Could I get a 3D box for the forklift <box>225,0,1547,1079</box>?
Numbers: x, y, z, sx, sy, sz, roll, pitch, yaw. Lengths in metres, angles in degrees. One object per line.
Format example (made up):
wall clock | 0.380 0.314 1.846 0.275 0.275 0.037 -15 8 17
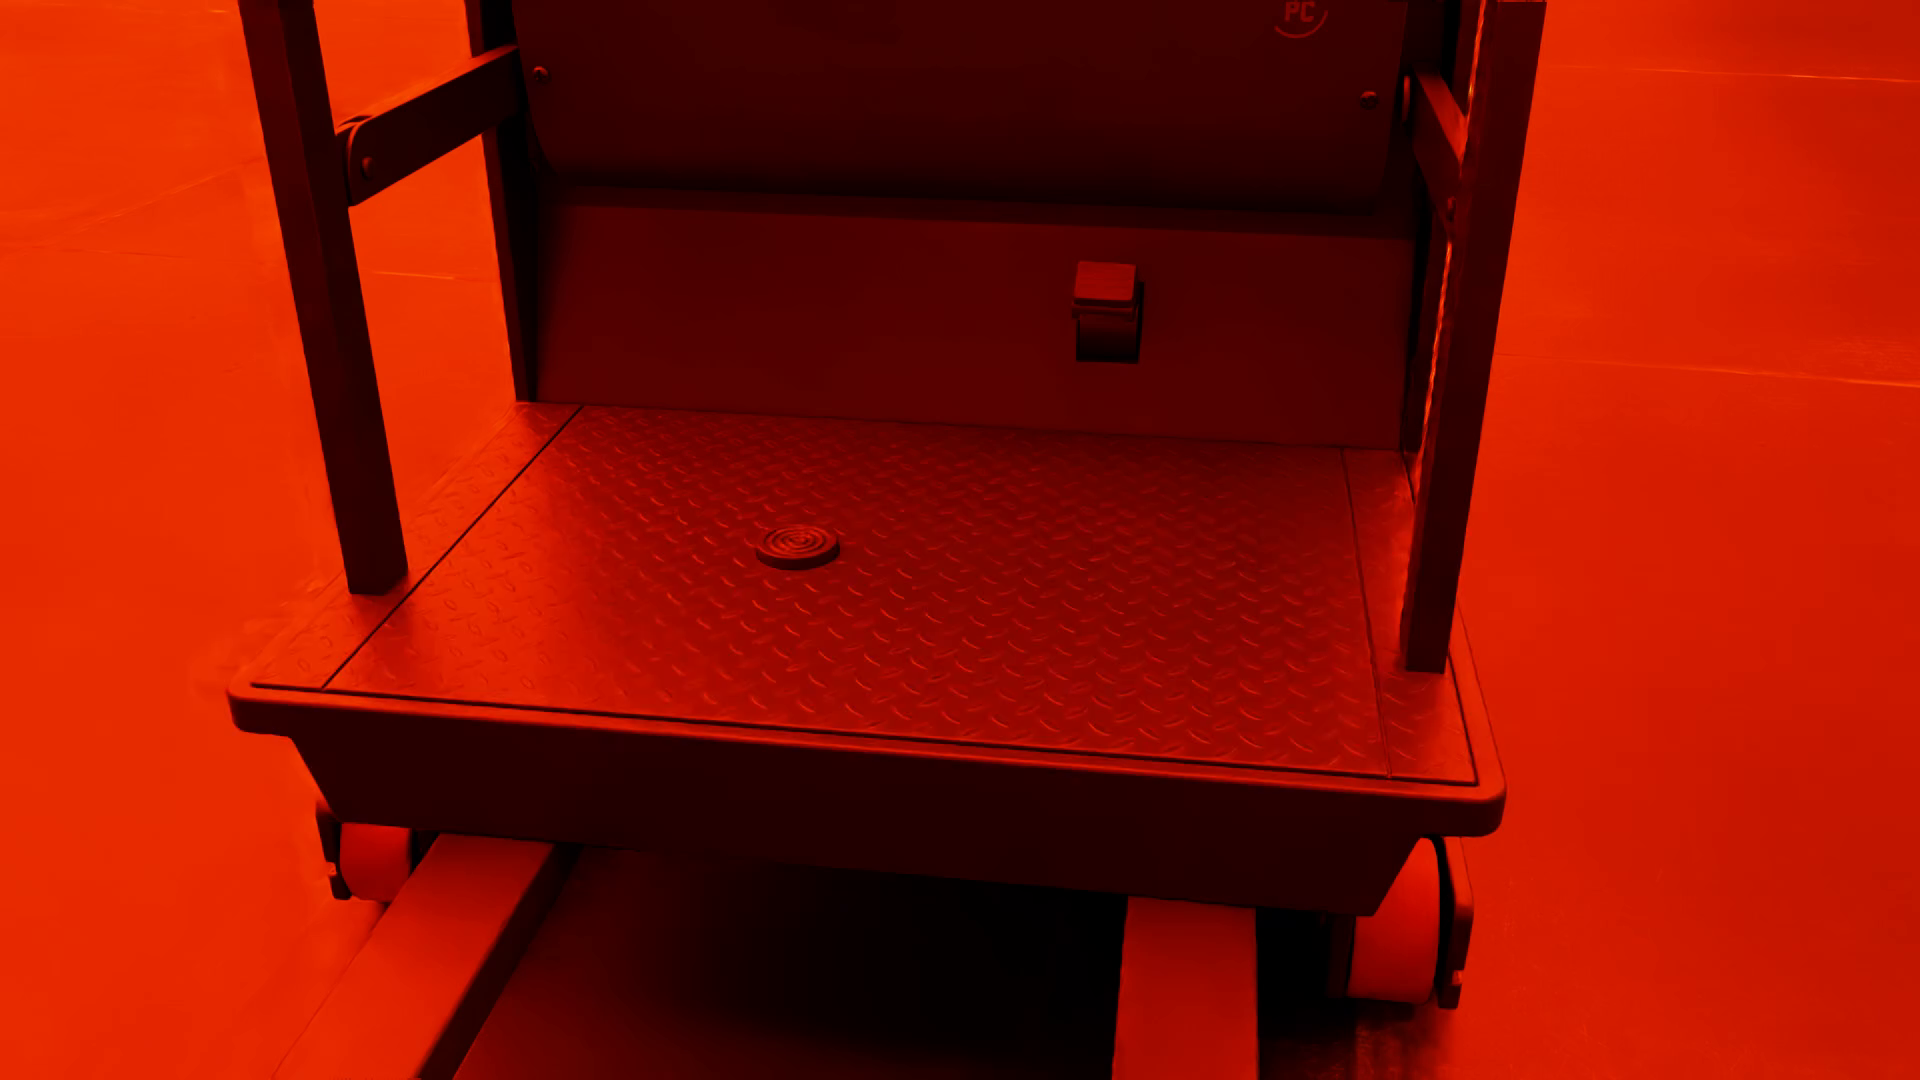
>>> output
forklift | -0.039 -1.032 1.291 1.130 2.935 3.031 4 27 7
